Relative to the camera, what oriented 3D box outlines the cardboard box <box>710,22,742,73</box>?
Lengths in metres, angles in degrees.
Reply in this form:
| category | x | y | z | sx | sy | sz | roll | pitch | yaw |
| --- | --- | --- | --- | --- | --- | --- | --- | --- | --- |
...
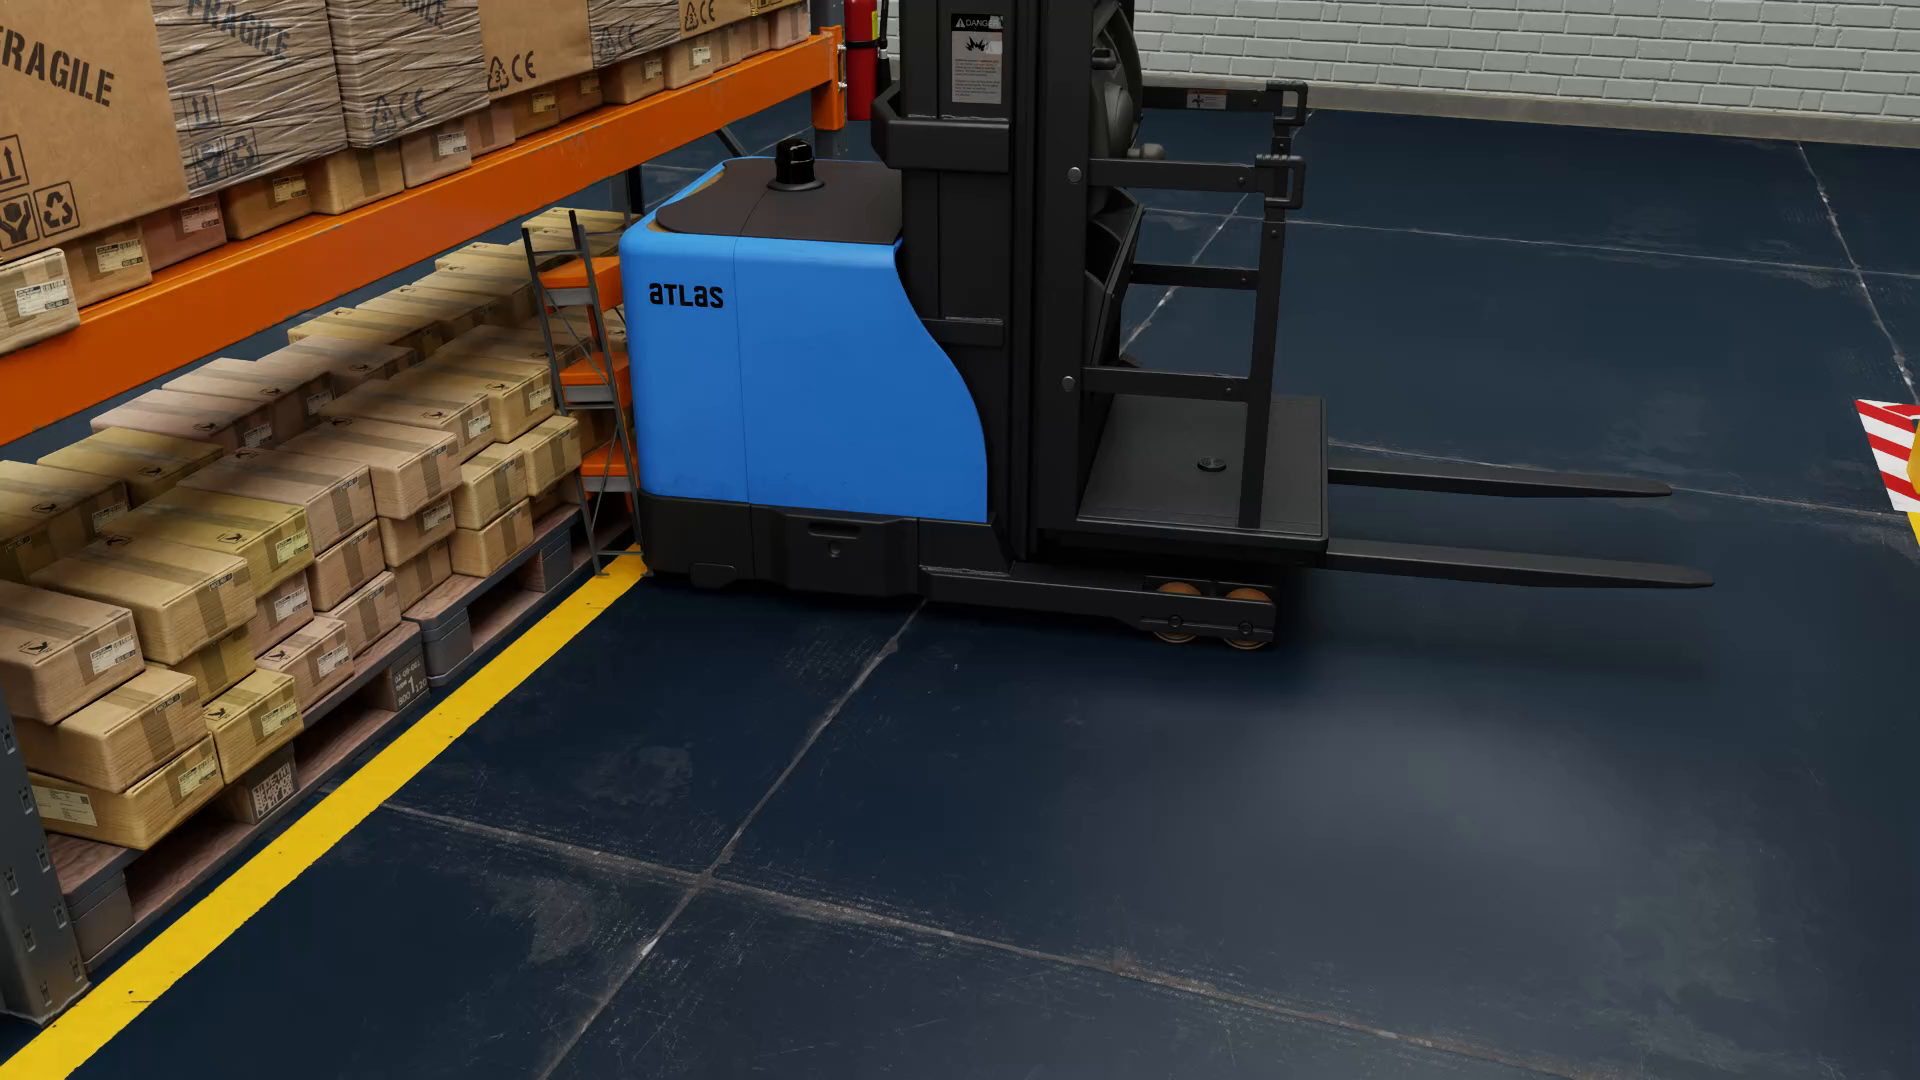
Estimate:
| category | x | y | z | sx | sy | sz | roll | pitch | yaw |
| --- | --- | --- | --- | --- | --- | --- | --- | --- | --- |
| cardboard box | -0.948 | -1.641 | 5.486 | 0.380 | 0.149 | 0.250 | 8 | 27 | 17 |

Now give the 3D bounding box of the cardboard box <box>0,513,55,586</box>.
| category | x | y | z | sx | sy | sz | roll | pitch | yaw |
| --- | --- | --- | --- | --- | --- | --- | --- | --- | --- |
| cardboard box | -2.330 | 0.044 | 3.823 | 0.380 | 0.149 | 0.250 | 9 | 27 | 18 |

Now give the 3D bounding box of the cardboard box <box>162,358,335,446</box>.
| category | x | y | z | sx | sy | sz | roll | pitch | yaw |
| --- | --- | --- | --- | --- | --- | --- | --- | --- | --- |
| cardboard box | -2.013 | -0.392 | 4.724 | 0.380 | 0.149 | 0.250 | 8 | 27 | 16 |

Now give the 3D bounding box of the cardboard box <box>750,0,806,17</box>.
| category | x | y | z | sx | sy | sz | roll | pitch | yaw |
| --- | --- | --- | --- | --- | --- | --- | --- | --- | --- |
| cardboard box | -0.826 | -2.088 | 5.664 | 0.500 | 0.500 | 0.500 | 9 | 27 | 18 |

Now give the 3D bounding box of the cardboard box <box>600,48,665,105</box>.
| category | x | y | z | sx | sy | sz | roll | pitch | yaw |
| --- | --- | --- | --- | --- | --- | --- | --- | --- | --- |
| cardboard box | -1.127 | -1.429 | 5.047 | 0.380 | 0.149 | 0.250 | 8 | 27 | 15 |

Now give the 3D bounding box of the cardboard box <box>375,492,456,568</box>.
| category | x | y | z | sx | sy | sz | roll | pitch | yaw |
| --- | --- | --- | --- | --- | --- | --- | --- | --- | --- |
| cardboard box | -1.575 | -0.072 | 4.405 | 0.380 | 0.149 | 0.250 | 10 | 28 | 20 |

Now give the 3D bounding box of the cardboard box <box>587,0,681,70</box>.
| category | x | y | z | sx | sy | sz | roll | pitch | yaw |
| --- | --- | --- | --- | --- | --- | --- | --- | --- | --- |
| cardboard box | -1.162 | -1.667 | 4.796 | 0.500 | 0.500 | 0.500 | 9 | 27 | 18 |

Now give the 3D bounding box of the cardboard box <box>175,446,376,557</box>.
| category | x | y | z | sx | sy | sz | roll | pitch | yaw |
| --- | --- | --- | --- | --- | --- | --- | --- | --- | --- |
| cardboard box | -1.690 | -0.099 | 4.119 | 0.380 | 0.149 | 0.250 | 8 | 27 | 16 |

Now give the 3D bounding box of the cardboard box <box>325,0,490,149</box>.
| category | x | y | z | sx | sy | sz | roll | pitch | yaw |
| --- | --- | --- | --- | --- | --- | --- | --- | --- | --- |
| cardboard box | -1.488 | -1.239 | 3.912 | 0.500 | 0.500 | 0.500 | 8 | 27 | 16 |

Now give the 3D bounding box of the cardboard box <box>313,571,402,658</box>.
| category | x | y | z | sx | sy | sz | roll | pitch | yaw |
| --- | --- | --- | --- | --- | --- | --- | --- | --- | --- |
| cardboard box | -1.666 | 0.173 | 4.240 | 0.380 | 0.149 | 0.250 | 8 | 27 | 16 |

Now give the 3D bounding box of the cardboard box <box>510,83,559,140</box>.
| category | x | y | z | sx | sy | sz | roll | pitch | yaw |
| --- | --- | --- | --- | --- | --- | --- | --- | --- | --- |
| cardboard box | -1.346 | -1.215 | 4.606 | 0.380 | 0.149 | 0.250 | 9 | 27 | 18 |

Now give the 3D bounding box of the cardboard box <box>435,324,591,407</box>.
| category | x | y | z | sx | sy | sz | roll | pitch | yaw |
| --- | --- | --- | --- | --- | --- | --- | --- | --- | --- |
| cardboard box | -1.336 | -0.523 | 4.994 | 0.380 | 0.149 | 0.250 | 8 | 27 | 16 |

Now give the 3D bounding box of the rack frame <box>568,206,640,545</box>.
| category | x | y | z | sx | sy | sz | roll | pitch | yaw |
| --- | --- | --- | --- | --- | --- | --- | --- | --- | --- |
| rack frame | -0.983 | -0.472 | 4.997 | 0.200 | 1.050 | 0.008 | 1 | 22 | 21 |

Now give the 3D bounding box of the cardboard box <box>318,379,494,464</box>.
| category | x | y | z | sx | sy | sz | roll | pitch | yaw |
| --- | --- | --- | --- | --- | --- | --- | --- | --- | --- |
| cardboard box | -1.515 | -0.315 | 4.566 | 0.380 | 0.149 | 0.250 | 8 | 27 | 15 |

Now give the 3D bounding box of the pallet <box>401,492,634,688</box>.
| category | x | y | z | sx | sy | sz | roll | pitch | yaw |
| --- | --- | --- | --- | --- | --- | --- | --- | --- | --- |
| pallet | -1.656 | -0.016 | 5.042 | 1.003 | 0.211 | 1.213 | 9 | 27 | 17 |

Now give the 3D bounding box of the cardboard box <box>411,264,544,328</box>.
| category | x | y | z | sx | sy | sz | roll | pitch | yaw |
| --- | --- | --- | --- | --- | --- | --- | --- | --- | --- |
| cardboard box | -1.601 | -0.809 | 5.586 | 0.380 | 0.149 | 0.250 | 7 | 27 | 15 |

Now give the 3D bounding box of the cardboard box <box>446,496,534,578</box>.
| category | x | y | z | sx | sy | sz | roll | pitch | yaw |
| --- | --- | --- | --- | --- | --- | --- | --- | --- | --- |
| cardboard box | -1.433 | -0.035 | 4.671 | 0.380 | 0.149 | 0.250 | 8 | 27 | 16 |

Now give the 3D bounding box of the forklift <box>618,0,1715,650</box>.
| category | x | y | z | sx | sy | sz | roll | pitch | yaw |
| --- | --- | --- | --- | --- | --- | --- | --- | --- | --- |
| forklift | 0.616 | -1.267 | 4.504 | 3.031 | 2.935 | 1.130 | 5 | 26 | 10 |

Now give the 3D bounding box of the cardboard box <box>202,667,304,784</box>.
| category | x | y | z | sx | sy | sz | roll | pitch | yaw |
| --- | --- | --- | --- | --- | --- | --- | --- | --- | --- |
| cardboard box | -1.737 | 0.394 | 3.783 | 0.380 | 0.149 | 0.250 | 10 | 27 | 19 |

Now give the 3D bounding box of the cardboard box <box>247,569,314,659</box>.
| category | x | y | z | sx | sy | sz | roll | pitch | yaw |
| --- | --- | --- | --- | --- | --- | --- | --- | --- | --- |
| cardboard box | -1.781 | 0.148 | 3.950 | 0.380 | 0.149 | 0.250 | 9 | 27 | 17 |

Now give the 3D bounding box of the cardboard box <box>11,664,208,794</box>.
| category | x | y | z | sx | sy | sz | roll | pitch | yaw |
| --- | --- | --- | --- | --- | --- | --- | --- | --- | --- |
| cardboard box | -1.828 | 0.370 | 3.491 | 0.380 | 0.149 | 0.250 | 10 | 28 | 20 |

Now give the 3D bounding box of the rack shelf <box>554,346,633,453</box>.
| category | x | y | z | sx | sy | sz | roll | pitch | yaw |
| --- | --- | --- | --- | --- | --- | --- | --- | --- | --- |
| rack shelf | -1.023 | -0.417 | 4.896 | 0.215 | 0.259 | 0.240 | 1 | 22 | 21 |

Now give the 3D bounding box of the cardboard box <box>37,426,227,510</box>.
| category | x | y | z | sx | sy | sz | roll | pitch | yaw |
| --- | --- | --- | --- | --- | --- | --- | --- | --- | --- |
| cardboard box | -2.094 | -0.154 | 4.234 | 0.380 | 0.149 | 0.250 | 10 | 27 | 19 |

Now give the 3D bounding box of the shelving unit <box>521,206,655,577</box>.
| category | x | y | z | sx | sy | sz | roll | pitch | yaw |
| --- | --- | --- | --- | --- | --- | --- | --- | --- | --- |
| shelving unit | -1.024 | -0.427 | 4.892 | 0.215 | 1.050 | 0.252 | 1 | 22 | 21 |

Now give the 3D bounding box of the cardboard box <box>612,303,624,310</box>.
| category | x | y | z | sx | sy | sz | roll | pitch | yaw |
| --- | --- | --- | --- | --- | --- | --- | --- | --- | --- |
| cardboard box | -1.106 | -0.733 | 5.430 | 0.380 | 0.149 | 0.250 | 8 | 27 | 15 |

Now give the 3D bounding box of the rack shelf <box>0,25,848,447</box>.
| category | x | y | z | sx | sy | sz | roll | pitch | yaw |
| --- | --- | --- | --- | --- | --- | --- | --- | --- | --- |
| rack shelf | -1.585 | -0.985 | 4.669 | 1.077 | 0.370 | 4.000 | 9 | 27 | 17 |

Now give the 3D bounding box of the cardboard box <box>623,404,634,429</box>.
| category | x | y | z | sx | sy | sz | roll | pitch | yaw |
| --- | --- | --- | --- | --- | --- | --- | --- | --- | --- |
| cardboard box | -1.157 | -0.484 | 5.256 | 0.380 | 0.149 | 0.250 | 9 | 27 | 18 |

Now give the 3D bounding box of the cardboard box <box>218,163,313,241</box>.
| category | x | y | z | sx | sy | sz | roll | pitch | yaw |
| --- | --- | --- | --- | --- | --- | --- | --- | --- | --- |
| cardboard box | -1.696 | -0.788 | 3.724 | 0.380 | 0.149 | 0.250 | 8 | 27 | 15 |

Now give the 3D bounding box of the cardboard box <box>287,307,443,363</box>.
| category | x | y | z | sx | sy | sz | roll | pitch | yaw |
| --- | --- | --- | --- | --- | --- | --- | --- | --- | --- |
| cardboard box | -1.833 | -0.595 | 5.144 | 0.380 | 0.149 | 0.250 | 9 | 27 | 18 |

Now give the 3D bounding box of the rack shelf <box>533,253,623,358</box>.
| category | x | y | z | sx | sy | sz | roll | pitch | yaw |
| --- | --- | --- | --- | --- | --- | --- | --- | --- | --- |
| rack shelf | -1.057 | -0.680 | 4.795 | 0.215 | 0.259 | 0.240 | 1 | 22 | 21 |

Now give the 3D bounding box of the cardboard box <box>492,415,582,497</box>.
| category | x | y | z | sx | sy | sz | roll | pitch | yaw |
| --- | --- | --- | --- | --- | --- | --- | --- | --- | --- |
| cardboard box | -1.325 | -0.264 | 4.802 | 0.380 | 0.149 | 0.250 | 9 | 27 | 18 |

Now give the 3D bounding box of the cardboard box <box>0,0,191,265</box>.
| category | x | y | z | sx | sy | sz | roll | pitch | yaw |
| --- | --- | --- | --- | --- | --- | --- | --- | --- | --- |
| cardboard box | -1.848 | -0.833 | 3.073 | 0.500 | 0.500 | 0.500 | 8 | 27 | 16 |

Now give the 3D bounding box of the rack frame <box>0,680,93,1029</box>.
| category | x | y | z | sx | sy | sz | roll | pitch | yaw |
| --- | --- | --- | --- | --- | --- | --- | --- | --- | --- |
| rack frame | -2.250 | -0.487 | 2.814 | 1.000 | 3.000 | 0.127 | 9 | 27 | 17 |

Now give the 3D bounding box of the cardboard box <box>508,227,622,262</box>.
| category | x | y | z | sx | sy | sz | roll | pitch | yaw |
| --- | --- | --- | --- | --- | --- | --- | --- | --- | --- |
| cardboard box | -1.392 | -1.008 | 5.997 | 0.380 | 0.149 | 0.250 | 9 | 27 | 18 |

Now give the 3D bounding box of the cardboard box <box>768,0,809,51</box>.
| category | x | y | z | sx | sy | sz | roll | pitch | yaw |
| --- | --- | --- | --- | --- | --- | --- | --- | --- | --- |
| cardboard box | -0.761 | -1.843 | 5.903 | 0.380 | 0.149 | 0.250 | 9 | 27 | 18 |

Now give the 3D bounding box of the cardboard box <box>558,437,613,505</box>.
| category | x | y | z | sx | sy | sz | roll | pitch | yaw |
| --- | --- | --- | --- | --- | --- | --- | --- | --- | --- |
| cardboard box | -1.262 | -0.247 | 5.108 | 0.380 | 0.149 | 0.250 | 9 | 27 | 18 |

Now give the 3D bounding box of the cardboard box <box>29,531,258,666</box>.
| category | x | y | z | sx | sy | sz | roll | pitch | yaw |
| --- | --- | --- | --- | --- | --- | --- | --- | --- | --- |
| cardboard box | -1.793 | 0.123 | 3.661 | 0.380 | 0.149 | 0.250 | 10 | 28 | 20 |

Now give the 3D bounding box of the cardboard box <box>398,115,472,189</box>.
| category | x | y | z | sx | sy | sz | roll | pitch | yaw |
| --- | --- | --- | --- | --- | --- | --- | --- | --- | --- |
| cardboard box | -1.455 | -0.991 | 4.144 | 0.380 | 0.149 | 0.250 | 10 | 28 | 20 |

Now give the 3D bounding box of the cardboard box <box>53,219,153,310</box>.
| category | x | y | z | sx | sy | sz | roll | pitch | yaw |
| --- | --- | --- | --- | --- | --- | --- | --- | --- | --- |
| cardboard box | -1.831 | -0.560 | 3.253 | 0.380 | 0.149 | 0.250 | 10 | 27 | 19 |
